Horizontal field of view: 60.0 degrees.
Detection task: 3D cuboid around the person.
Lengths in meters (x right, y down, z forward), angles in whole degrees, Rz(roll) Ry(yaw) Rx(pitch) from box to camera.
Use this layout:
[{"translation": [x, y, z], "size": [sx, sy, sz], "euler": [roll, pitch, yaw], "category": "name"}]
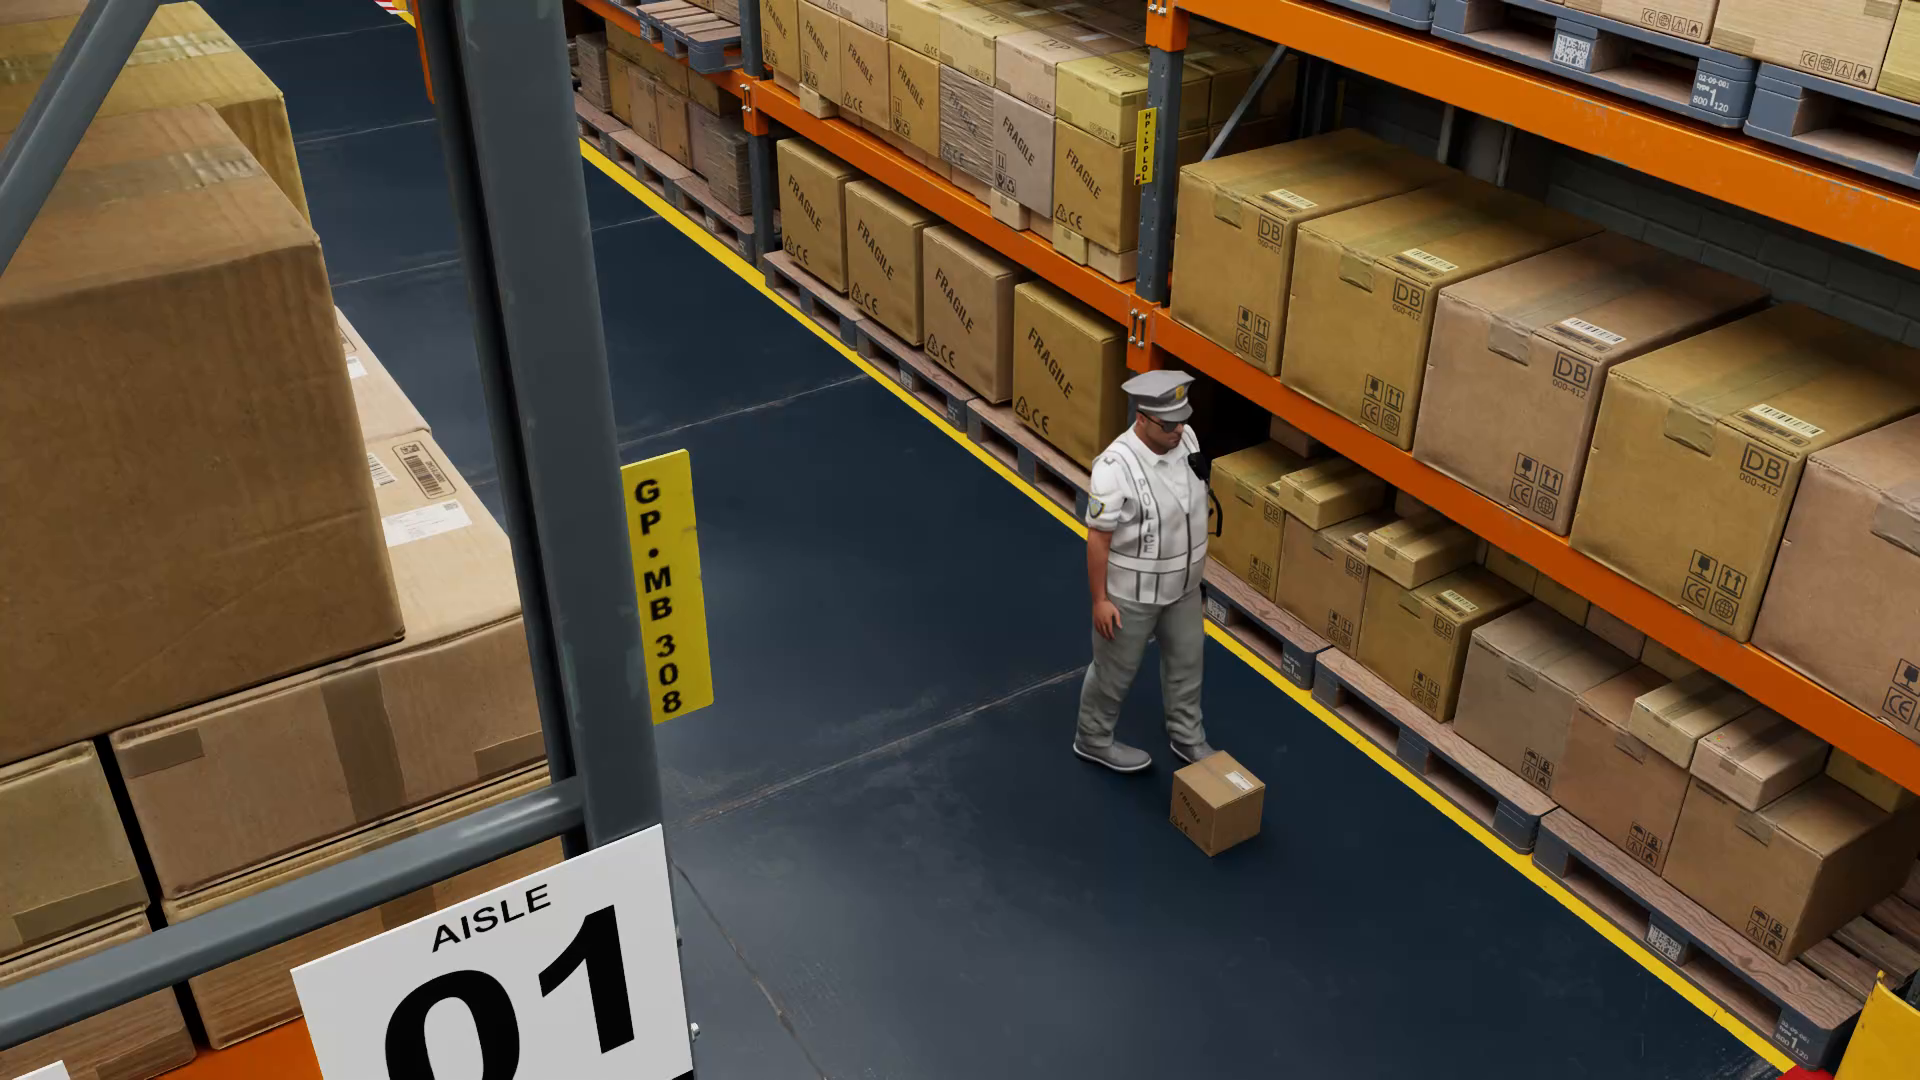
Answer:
[{"translation": [0.791, 0.182, 6.329], "size": [0.555, 1.754, 0.590], "euler": [-25, 40, -34], "category": "person"}]
